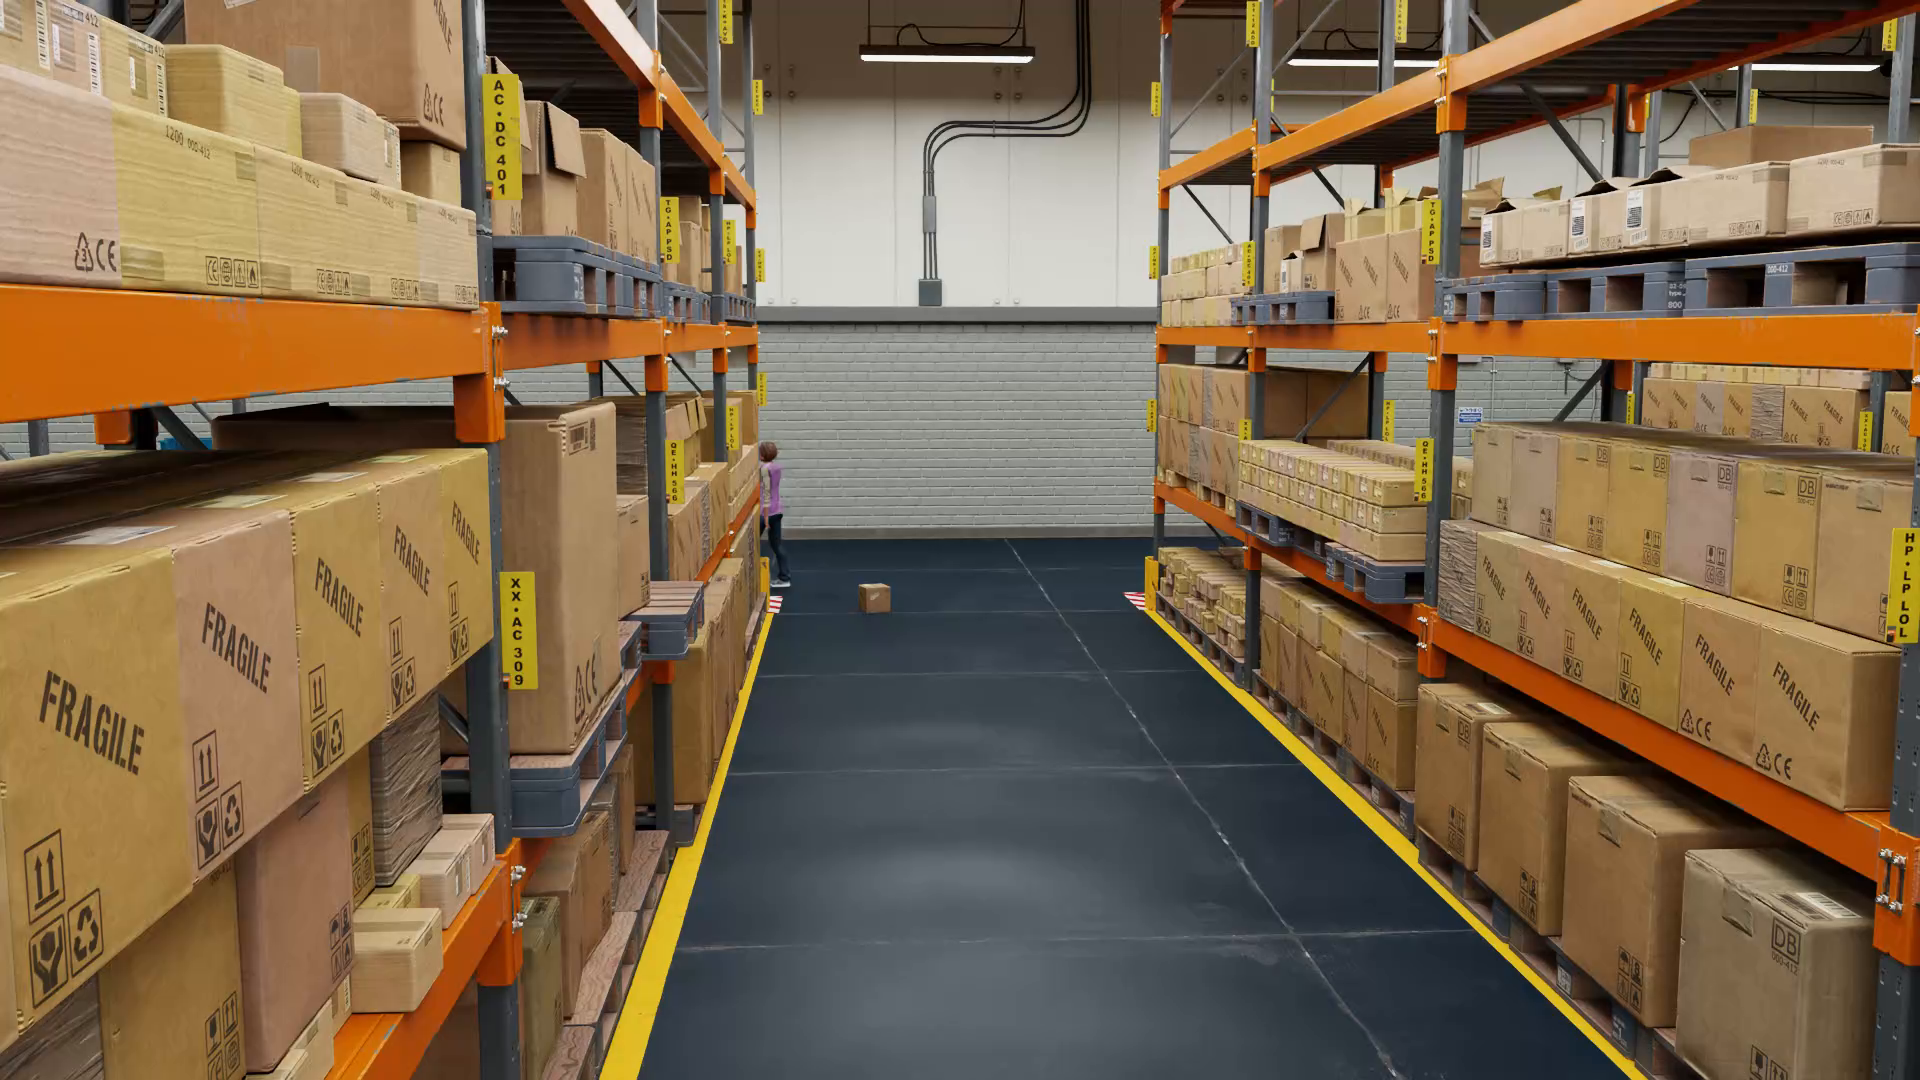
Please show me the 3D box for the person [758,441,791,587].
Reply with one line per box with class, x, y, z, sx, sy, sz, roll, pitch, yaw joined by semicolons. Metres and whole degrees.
person;-2.079;-0.241;17.834;0.572;1.651;0.458;3;8;24
